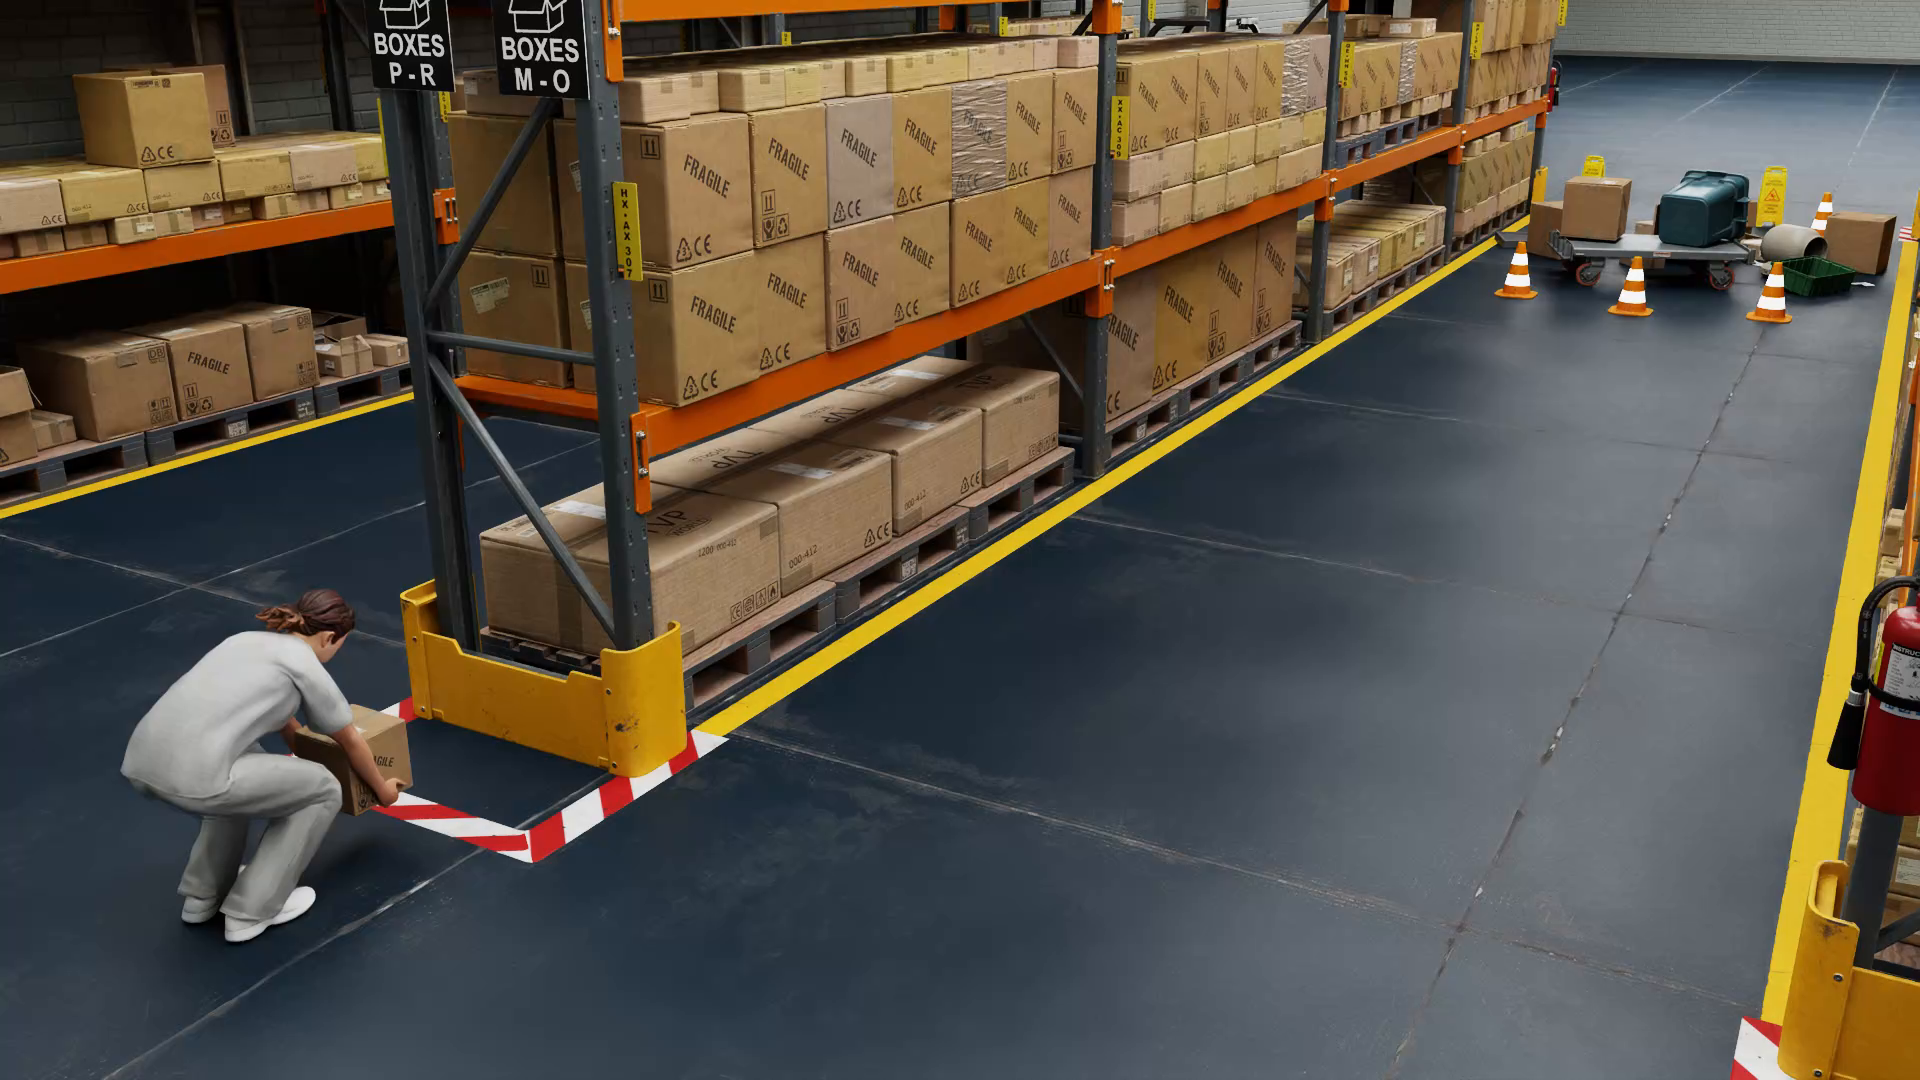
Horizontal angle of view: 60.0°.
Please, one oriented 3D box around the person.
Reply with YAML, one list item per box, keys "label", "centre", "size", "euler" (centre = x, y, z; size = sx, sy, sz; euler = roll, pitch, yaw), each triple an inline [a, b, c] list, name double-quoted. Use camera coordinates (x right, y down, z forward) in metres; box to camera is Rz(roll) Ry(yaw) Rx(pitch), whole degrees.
- label: "person"
  centre: [-2.187, 0.693, 5.225]
  size: [0.469, 0.938, 0.843]
  euler: [10, 22, 26]
